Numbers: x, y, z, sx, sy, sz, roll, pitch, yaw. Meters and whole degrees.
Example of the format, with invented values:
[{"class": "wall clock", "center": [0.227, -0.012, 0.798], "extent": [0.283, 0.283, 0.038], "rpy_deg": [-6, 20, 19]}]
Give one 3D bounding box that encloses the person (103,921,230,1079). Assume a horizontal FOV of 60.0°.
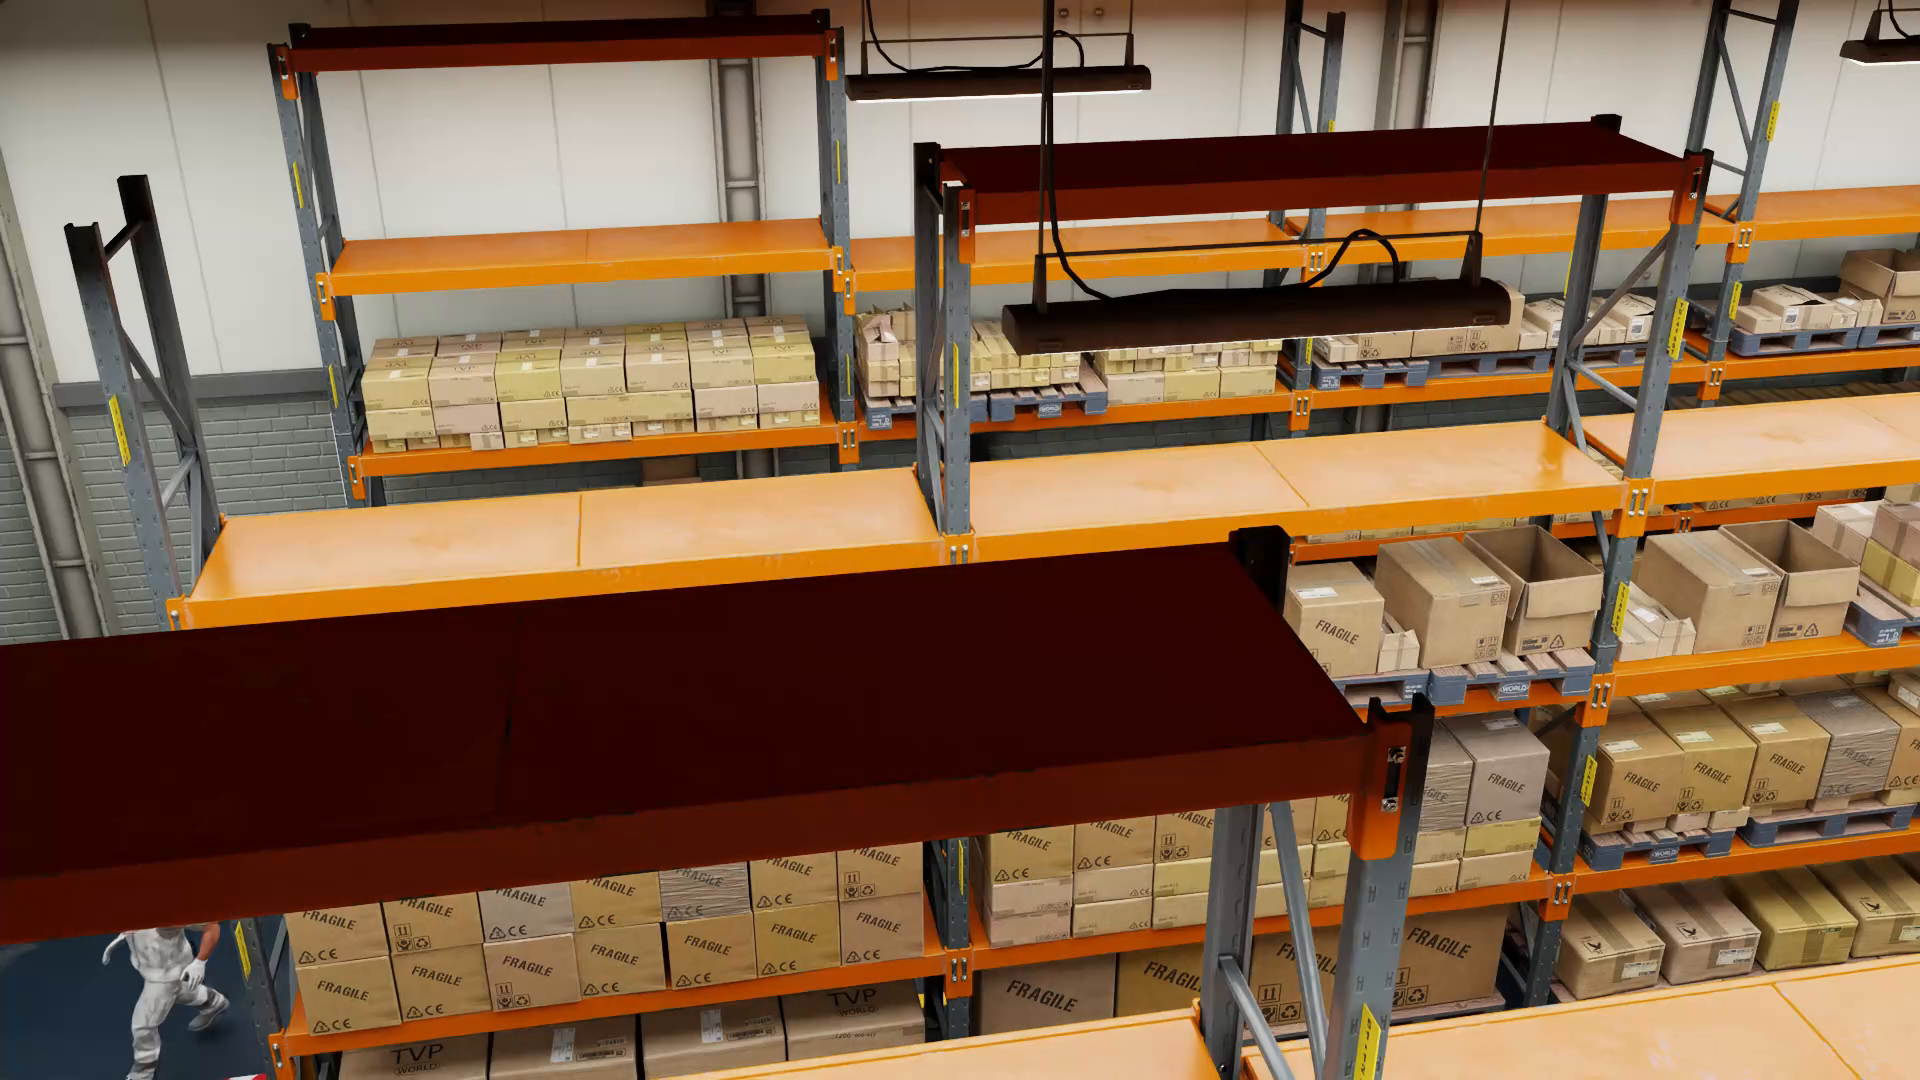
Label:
[{"class": "person", "center": [-5.096, 2.733, 10.588], "extent": [0.721, 1.771, 0.949], "rpy_deg": [18, 31, 33]}]
